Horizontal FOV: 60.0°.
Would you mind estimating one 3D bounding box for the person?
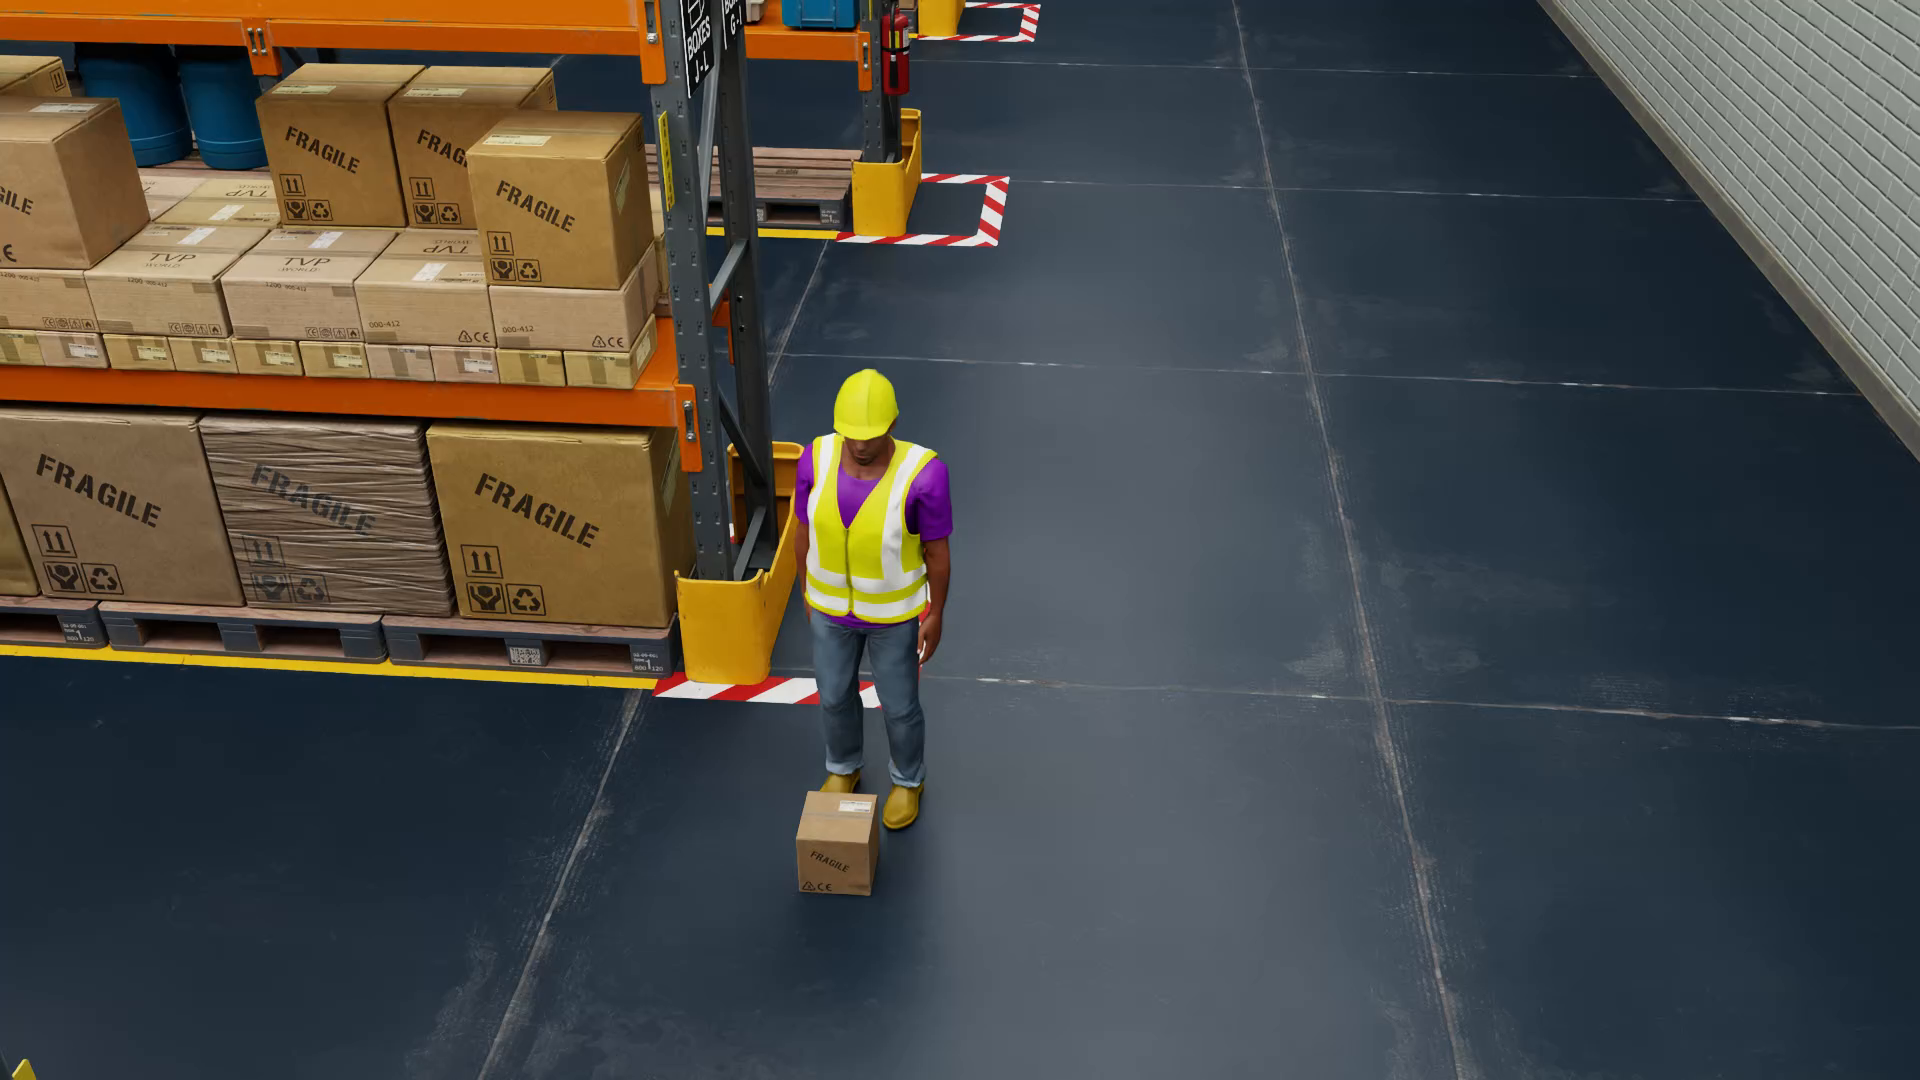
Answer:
[{"bbox_3d":[-0.307,0.218,5.763,0.565,1.763,0.365,9,33,14],"label":"person"}]
